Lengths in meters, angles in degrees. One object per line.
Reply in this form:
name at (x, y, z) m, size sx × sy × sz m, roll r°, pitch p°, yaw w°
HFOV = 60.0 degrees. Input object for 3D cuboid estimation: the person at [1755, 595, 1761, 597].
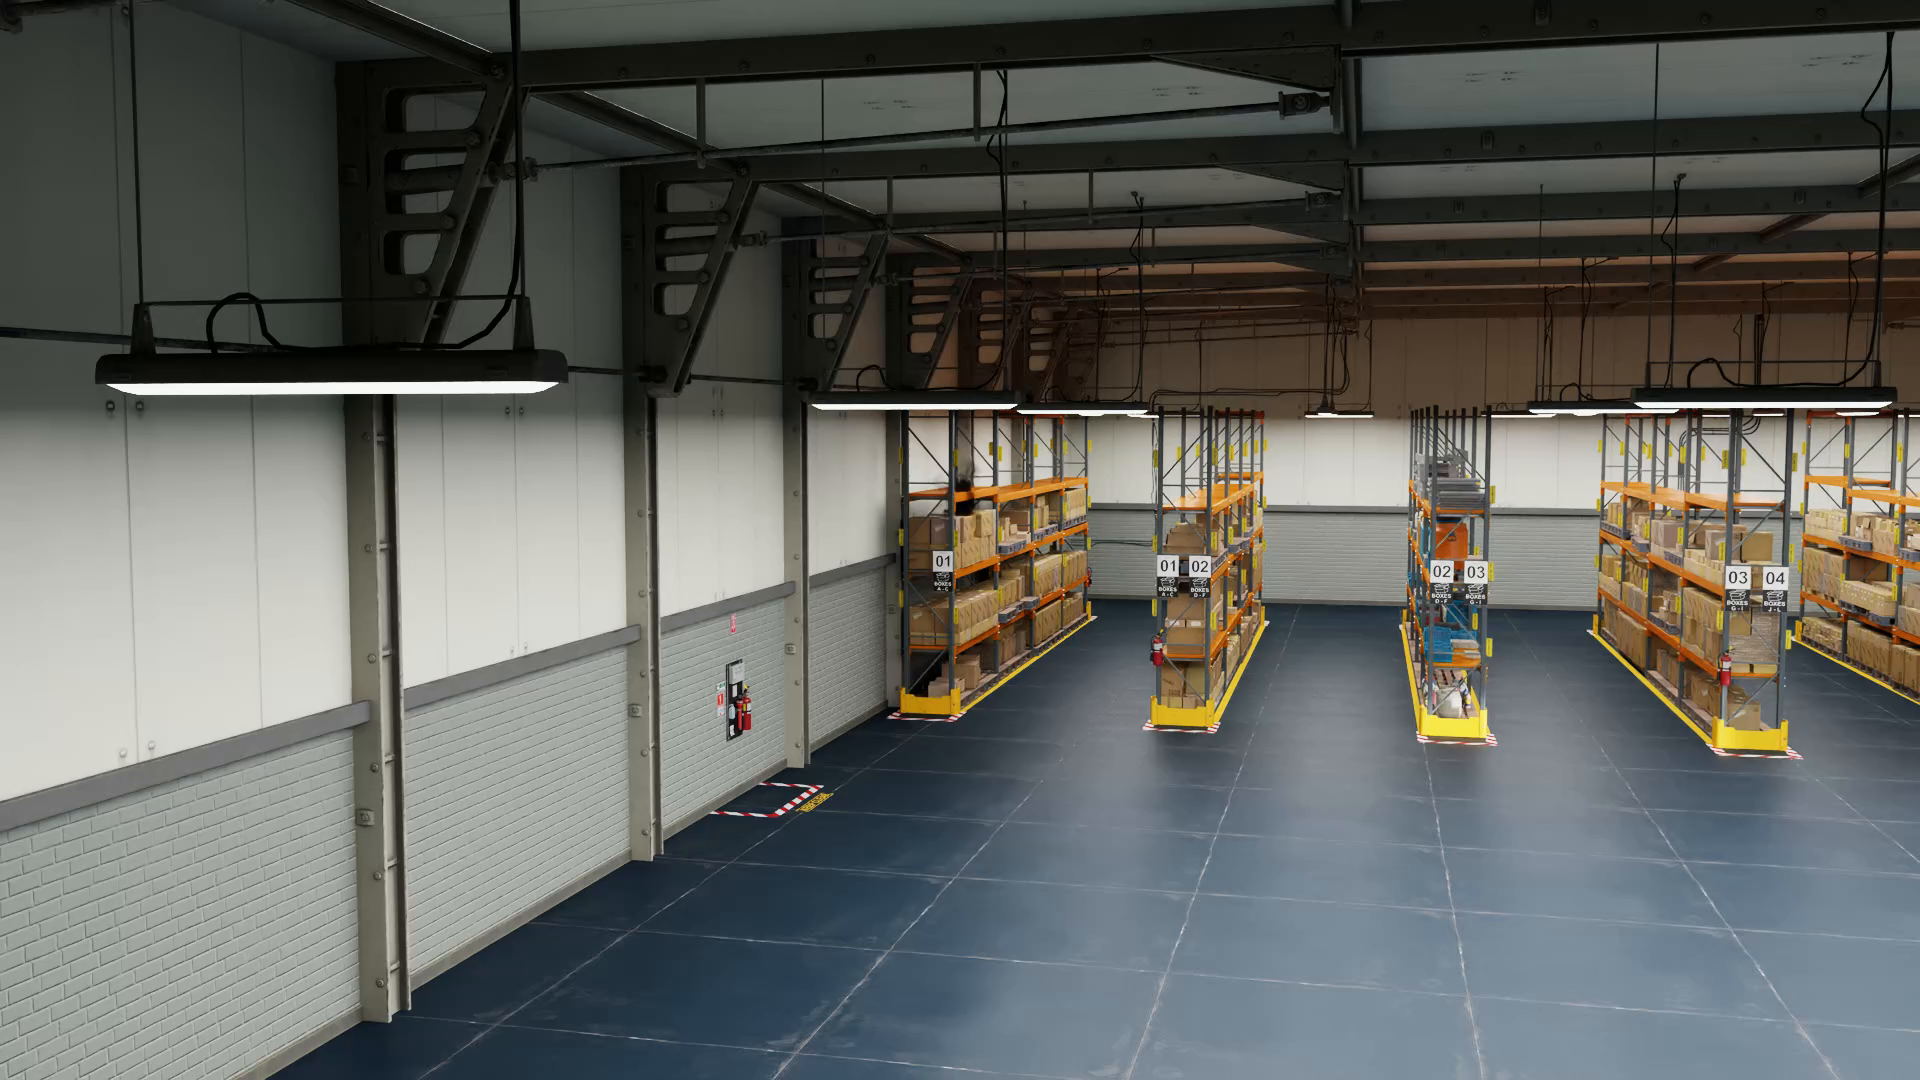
person at (20.462, 1.793, 42.868) m, size 0.738 × 1.725 × 0.573 m, roll 2°, pitch 5°, yaw 26°

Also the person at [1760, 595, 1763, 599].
person at (20.179, 1.957, 41.704) m, size 0.630 × 1.644 × 0.905 m, roll 0°, pitch 4°, yaw 6°
